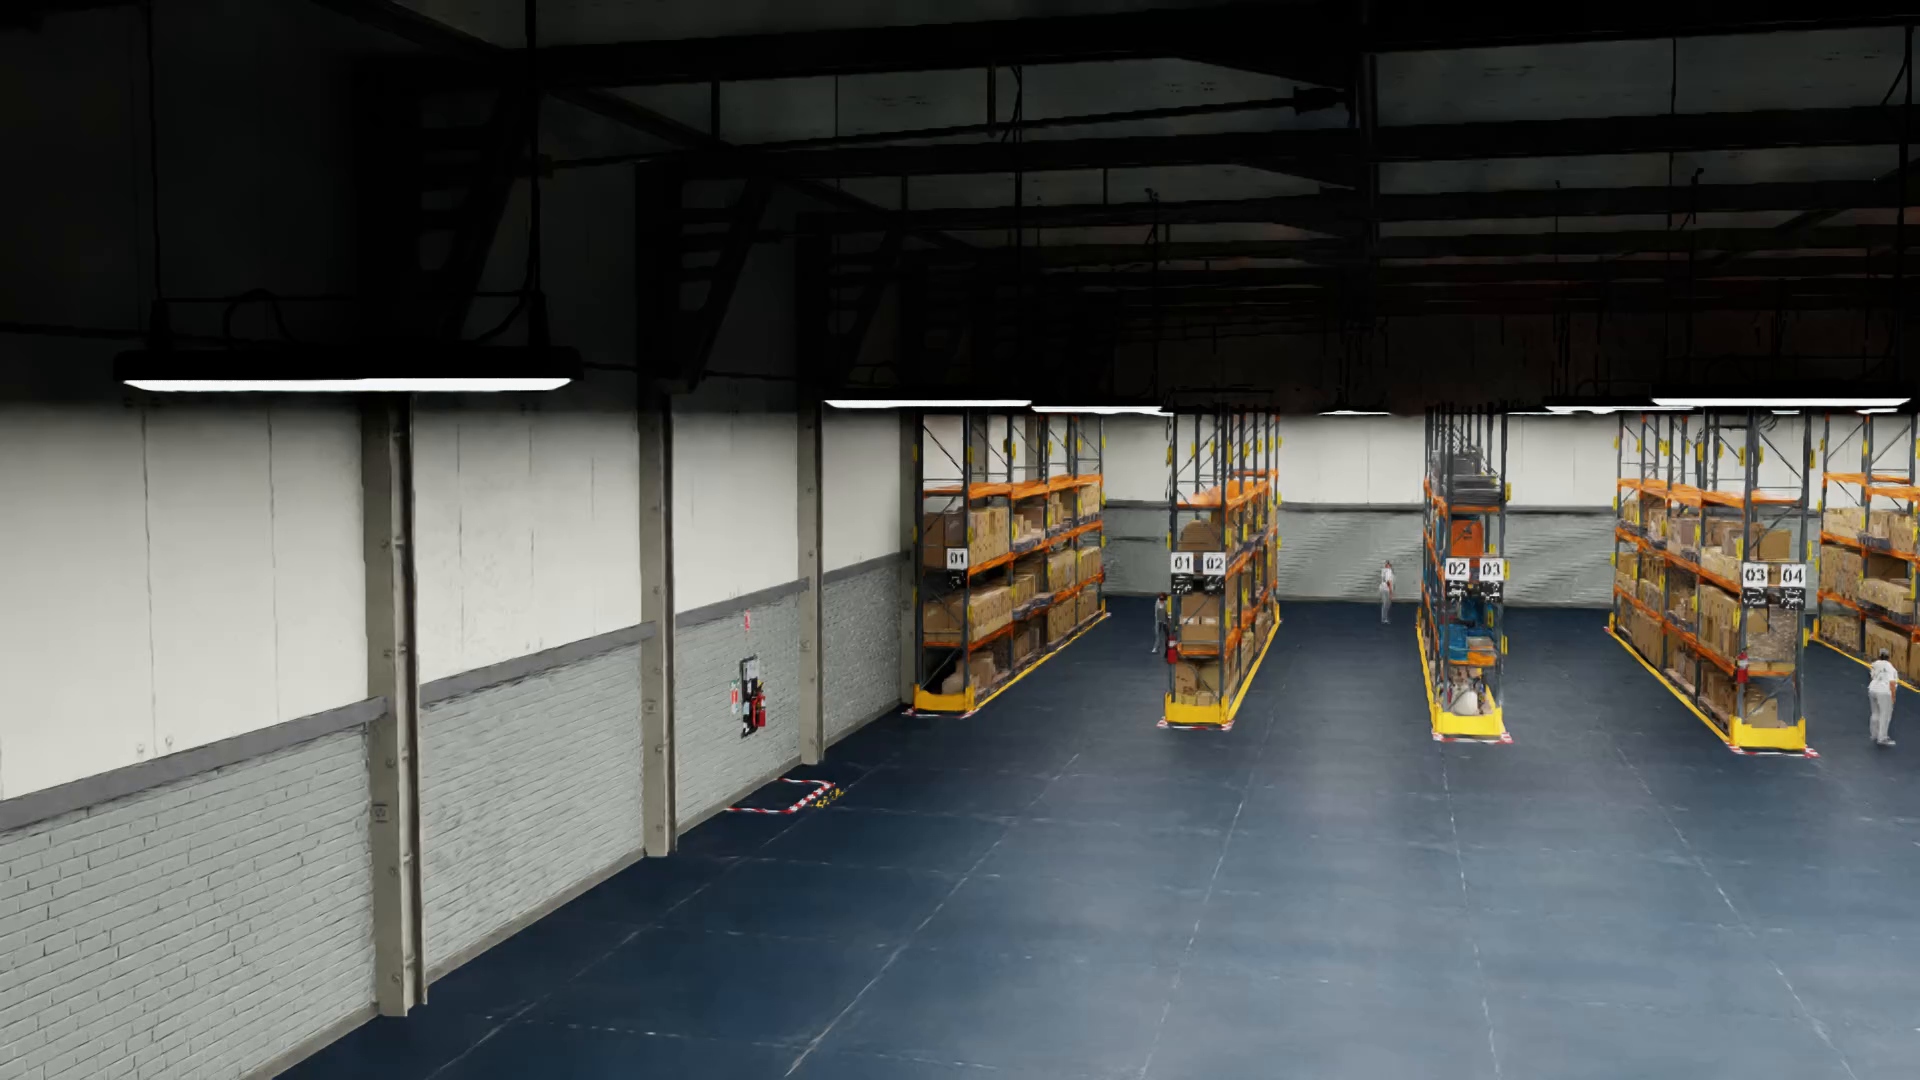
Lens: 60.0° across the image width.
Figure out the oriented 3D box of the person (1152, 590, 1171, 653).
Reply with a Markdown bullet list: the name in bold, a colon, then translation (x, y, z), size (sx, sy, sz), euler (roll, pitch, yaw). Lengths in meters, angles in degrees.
- **person**: translation (4.929, 1.966, 40.371), size (0.419, 1.511, 1.043), euler (1, 4, 17)

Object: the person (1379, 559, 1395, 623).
- **person**: translation (11.930, 1.403, 46.354), size (0.426, 1.761, 0.640), euler (0, 4, -2)

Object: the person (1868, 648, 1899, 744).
- **person**: translation (16.240, 2.723, 29.230), size (0.450, 1.668, 0.530), euler (-1, 4, -14)
